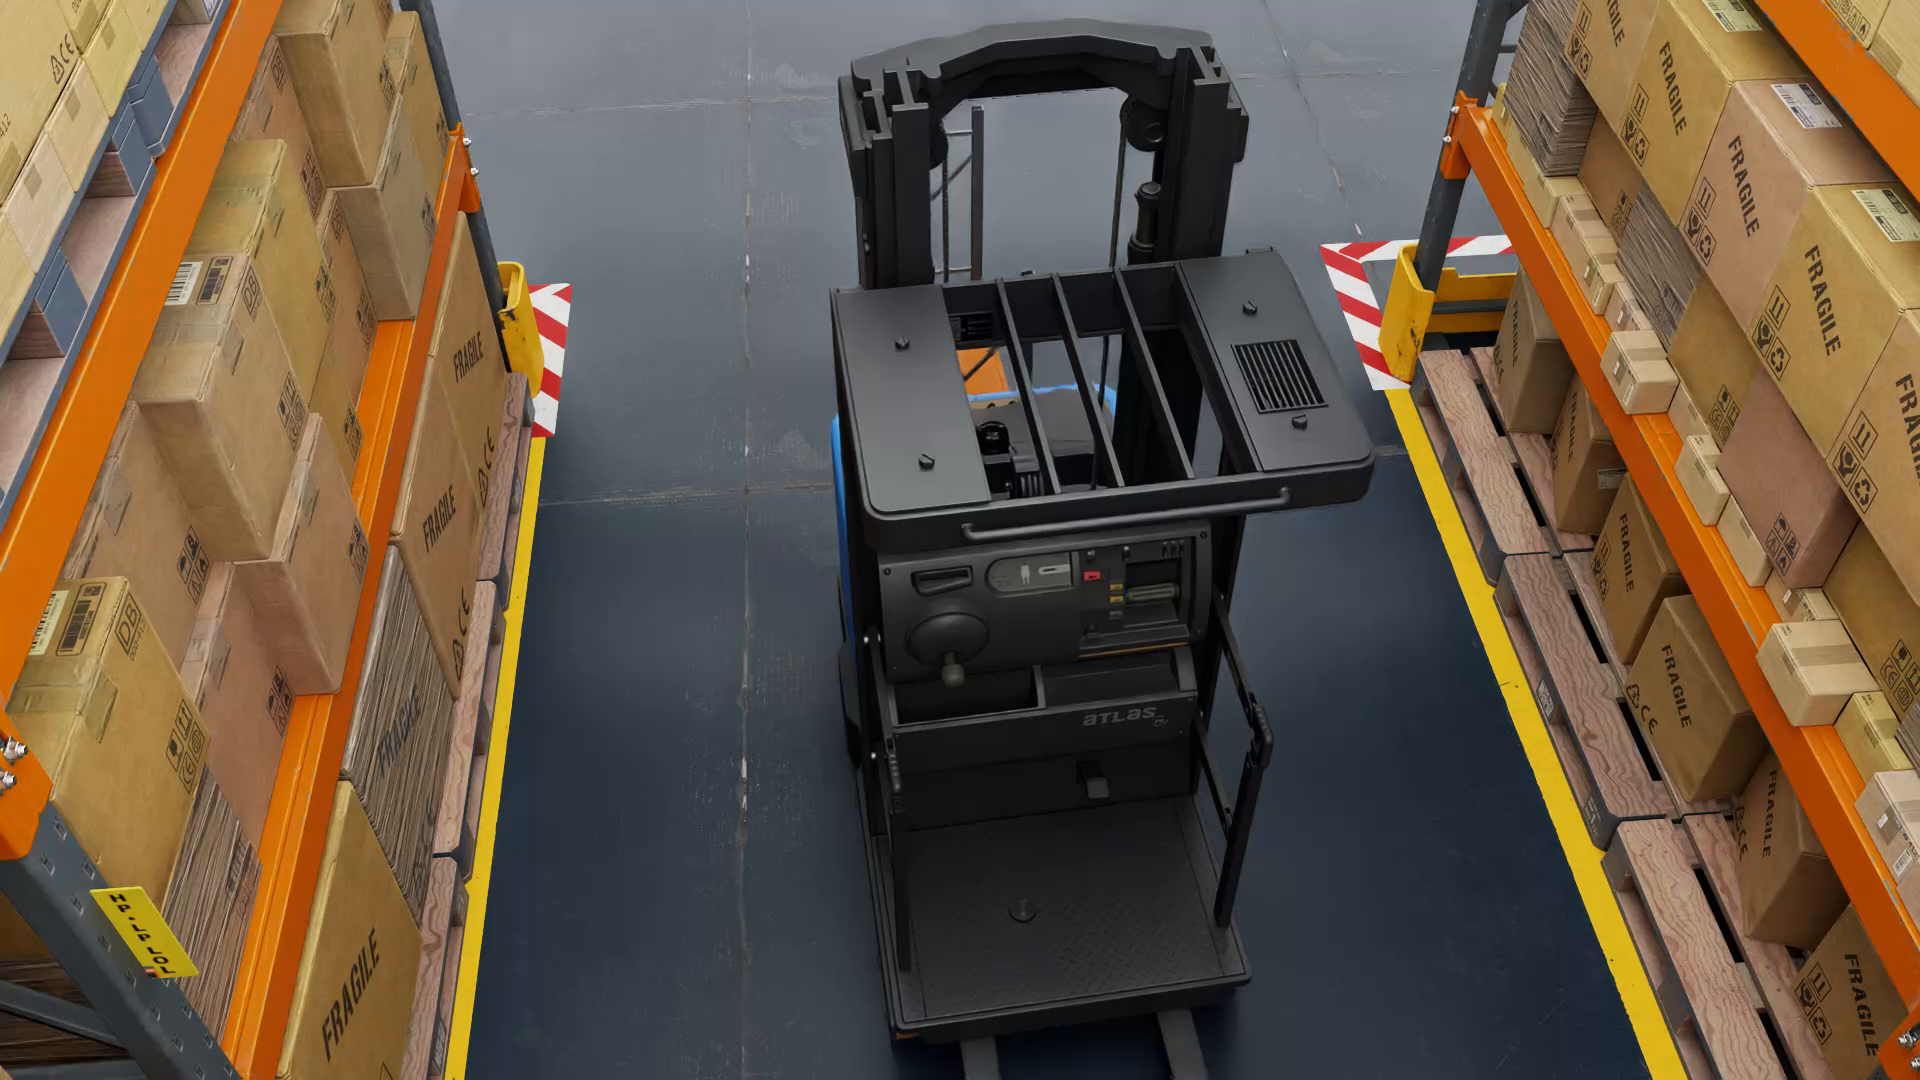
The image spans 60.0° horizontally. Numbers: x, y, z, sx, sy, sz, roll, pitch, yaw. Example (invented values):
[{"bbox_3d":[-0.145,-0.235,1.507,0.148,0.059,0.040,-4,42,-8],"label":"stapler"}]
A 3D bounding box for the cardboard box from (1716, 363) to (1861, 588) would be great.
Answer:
[{"bbox_3d":[2.708,-0.240,4.637,0.875,0.500,0.500,-3,47,-3],"label":"cardboard box"}]

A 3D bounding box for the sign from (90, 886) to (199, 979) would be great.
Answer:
[{"bbox_3d":[-1.578,0.763,3.218,0.100,0.325,0.005,-3,47,-3],"label":"sign"}]

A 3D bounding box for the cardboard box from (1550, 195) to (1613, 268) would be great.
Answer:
[{"bbox_3d":[2.334,-1.098,5.897,0.380,0.149,0.250,-3,47,-3],"label":"cardboard box"}]

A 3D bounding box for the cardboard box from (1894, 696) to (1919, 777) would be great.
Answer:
[{"bbox_3d":[2.857,0.480,3.956,0.875,0.500,0.500,-3,47,-3],"label":"cardboard box"}]

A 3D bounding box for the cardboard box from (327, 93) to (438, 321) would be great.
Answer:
[{"bbox_3d":[-2.309,-1.109,5.631,0.875,0.550,0.550,-3,47,-3],"label":"cardboard box"}]

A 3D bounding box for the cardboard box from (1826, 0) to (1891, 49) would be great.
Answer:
[{"bbox_3d":[2.417,-1.456,4.100,0.500,0.250,0.500,-2,47,-2],"label":"cardboard box"}]

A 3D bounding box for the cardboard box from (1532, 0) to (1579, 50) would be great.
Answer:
[{"bbox_3d":[2.273,-2.014,5.629,0.500,0.500,0.500,-3,47,-3],"label":"cardboard box"}]

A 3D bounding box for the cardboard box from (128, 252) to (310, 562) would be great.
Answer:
[{"bbox_3d":[-2.184,-0.308,4.128,0.875,0.550,0.550,-3,47,-3],"label":"cardboard box"}]

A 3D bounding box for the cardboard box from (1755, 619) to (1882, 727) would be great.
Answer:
[{"bbox_3d":[2.418,0.354,4.521,0.380,0.149,0.250,-3,47,-3],"label":"cardboard box"}]

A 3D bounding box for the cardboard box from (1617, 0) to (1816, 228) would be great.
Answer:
[{"bbox_3d":[2.351,-1.290,4.944,0.500,0.500,0.500,-3,47,-3],"label":"cardboard box"}]

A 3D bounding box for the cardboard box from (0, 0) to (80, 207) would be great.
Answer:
[{"bbox_3d":[-1.923,-0.823,2.937,0.500,0.250,0.500,-4,47,-4],"label":"cardboard box"}]

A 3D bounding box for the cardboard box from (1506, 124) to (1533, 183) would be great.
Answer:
[{"bbox_3d":[2.287,-1.459,6.239,0.380,0.149,0.250,-3,47,-3],"label":"cardboard box"}]

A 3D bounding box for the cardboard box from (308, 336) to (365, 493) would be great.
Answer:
[{"bbox_3d":[-2.301,-0.315,4.879,0.875,0.550,0.500,-3,47,-3],"label":"cardboard box"}]

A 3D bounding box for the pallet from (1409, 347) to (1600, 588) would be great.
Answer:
[{"bbox_3d":[2.538,-0.344,6.931,1.003,0.211,1.213,-3,47,-3],"label":"pallet"}]

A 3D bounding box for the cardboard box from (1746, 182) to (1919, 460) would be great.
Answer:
[{"bbox_3d":[2.437,-0.567,4.259,0.500,0.500,0.500,-3,47,-3],"label":"cardboard box"}]

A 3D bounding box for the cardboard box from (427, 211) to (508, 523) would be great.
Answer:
[{"bbox_3d":[-2.330,-0.647,6.471,0.875,0.875,0.875,-3,47,-3],"label":"cardboard box"}]

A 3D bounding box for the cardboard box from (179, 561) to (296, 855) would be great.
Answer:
[{"bbox_3d":[-2.229,0.460,4.145,0.875,0.550,0.550,-3,47,-3],"label":"cardboard box"}]

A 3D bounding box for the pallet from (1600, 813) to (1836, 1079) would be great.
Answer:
[{"bbox_3d":[2.742,1.421,5.259,1.003,0.211,1.213,-3,47,-3],"label":"pallet"}]

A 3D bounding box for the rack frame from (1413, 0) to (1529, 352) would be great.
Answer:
[{"bbox_3d":[2.498,-1.948,6.529,1.000,3.000,0.127,-3,47,-3],"label":"rack frame"}]

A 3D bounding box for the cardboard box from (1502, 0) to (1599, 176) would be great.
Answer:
[{"bbox_3d":[2.517,-1.685,6.006,0.875,0.500,0.500,-3,47,-3],"label":"cardboard box"}]

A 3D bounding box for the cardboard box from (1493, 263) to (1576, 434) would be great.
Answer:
[{"bbox_3d":[2.534,-0.780,6.855,0.500,0.500,0.500,4,47,4],"label":"cardboard box"}]

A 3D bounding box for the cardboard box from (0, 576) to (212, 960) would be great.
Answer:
[{"bbox_3d":[-2.114,0.482,3.380,0.875,0.550,0.550,-3,47,-3],"label":"cardboard box"}]

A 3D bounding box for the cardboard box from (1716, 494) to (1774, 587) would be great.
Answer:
[{"bbox_3d":[2.467,-0.013,4.869,0.380,0.149,0.250,-3,47,-3],"label":"cardboard box"}]

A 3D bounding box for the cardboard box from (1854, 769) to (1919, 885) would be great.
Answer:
[{"bbox_3d":[2.511,0.713,4.182,0.380,0.149,0.250,-3,47,-3],"label":"cardboard box"}]

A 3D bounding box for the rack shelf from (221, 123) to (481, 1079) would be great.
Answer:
[{"bbox_3d":[-2.285,-0.025,5.204,1.077,0.370,4.000,-3,47,-3],"label":"rack shelf"}]

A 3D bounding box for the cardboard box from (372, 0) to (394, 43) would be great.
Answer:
[{"bbox_3d":[-2.460,-1.872,5.610,0.875,0.550,0.550,-3,47,-3],"label":"cardboard box"}]

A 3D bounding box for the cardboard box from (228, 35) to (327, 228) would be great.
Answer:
[{"bbox_3d":[-2.411,-1.066,4.847,0.875,0.550,0.550,-3,47,-3],"label":"cardboard box"}]

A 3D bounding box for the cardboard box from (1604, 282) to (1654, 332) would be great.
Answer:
[{"bbox_3d":[2.396,-0.737,5.555,0.380,0.149,0.250,-3,47,-3],"label":"cardboard box"}]

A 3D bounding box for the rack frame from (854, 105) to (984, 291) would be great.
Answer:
[{"bbox_3d":[-0.159,-1.074,6.734,0.500,1.500,0.032,-7,47,-6],"label":"rack frame"}]

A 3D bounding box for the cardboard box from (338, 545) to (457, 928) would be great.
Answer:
[{"bbox_3d":[-2.180,0.649,5.243,0.875,0.875,0.875,-3,47,-3],"label":"cardboard box"}]

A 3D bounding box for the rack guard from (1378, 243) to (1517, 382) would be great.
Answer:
[{"bbox_3d":[2.505,-1.034,7.385,1.175,0.500,0.348,-3,47,-3],"label":"rack guard"}]

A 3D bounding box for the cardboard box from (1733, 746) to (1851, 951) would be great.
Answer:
[{"bbox_3d":[2.784,0.955,5.212,0.500,0.500,0.500,10,47,9],"label":"cardboard box"}]

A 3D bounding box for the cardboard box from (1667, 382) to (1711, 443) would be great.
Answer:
[{"bbox_3d":[2.467,-0.377,5.214,0.380,0.149,0.250,-3,47,-3],"label":"cardboard box"}]

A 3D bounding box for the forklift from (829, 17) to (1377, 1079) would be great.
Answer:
[{"bbox_3d":[0.277,0.277,4.469,1.130,2.935,3.031,-6,47,-6],"label":"forklift"}]

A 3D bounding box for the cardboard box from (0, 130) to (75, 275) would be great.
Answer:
[{"bbox_3d":[-1.852,-0.602,3.003,0.380,0.149,0.250,-4,47,-3],"label":"cardboard box"}]

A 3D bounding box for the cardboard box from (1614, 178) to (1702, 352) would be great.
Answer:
[{"bbox_3d":[2.677,-0.966,5.326,0.875,0.500,0.500,-3,47,-3],"label":"cardboard box"}]

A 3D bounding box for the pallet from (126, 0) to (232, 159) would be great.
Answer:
[{"bbox_3d":[-2.275,-1.300,3.910,1.003,0.211,1.213,-3,47,-3],"label":"pallet"}]

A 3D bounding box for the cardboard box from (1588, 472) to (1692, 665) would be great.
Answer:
[{"bbox_3d":[2.652,0.104,6.018,0.500,0.500,0.500,0,47,0],"label":"cardboard box"}]

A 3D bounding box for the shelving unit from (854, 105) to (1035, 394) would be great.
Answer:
[{"bbox_3d":[-0.077,-0.703,6.383,0.587,1.500,1.083,-7,47,-6],"label":"shelving unit"}]

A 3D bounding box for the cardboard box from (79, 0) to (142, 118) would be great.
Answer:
[{"bbox_3d":[-1.897,-0.970,3.352,0.380,0.149,0.250,-4,47,-4],"label":"cardboard box"}]

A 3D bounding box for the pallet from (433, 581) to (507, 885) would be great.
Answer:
[{"bbox_3d":[-2.209,0.693,5.948,1.003,0.211,1.213,-3,47,-3],"label":"pallet"}]

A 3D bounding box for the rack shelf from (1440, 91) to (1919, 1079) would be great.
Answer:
[{"bbox_3d":[2.666,-0.254,5.420,1.077,0.370,4.000,-3,47,-3],"label":"rack shelf"}]
